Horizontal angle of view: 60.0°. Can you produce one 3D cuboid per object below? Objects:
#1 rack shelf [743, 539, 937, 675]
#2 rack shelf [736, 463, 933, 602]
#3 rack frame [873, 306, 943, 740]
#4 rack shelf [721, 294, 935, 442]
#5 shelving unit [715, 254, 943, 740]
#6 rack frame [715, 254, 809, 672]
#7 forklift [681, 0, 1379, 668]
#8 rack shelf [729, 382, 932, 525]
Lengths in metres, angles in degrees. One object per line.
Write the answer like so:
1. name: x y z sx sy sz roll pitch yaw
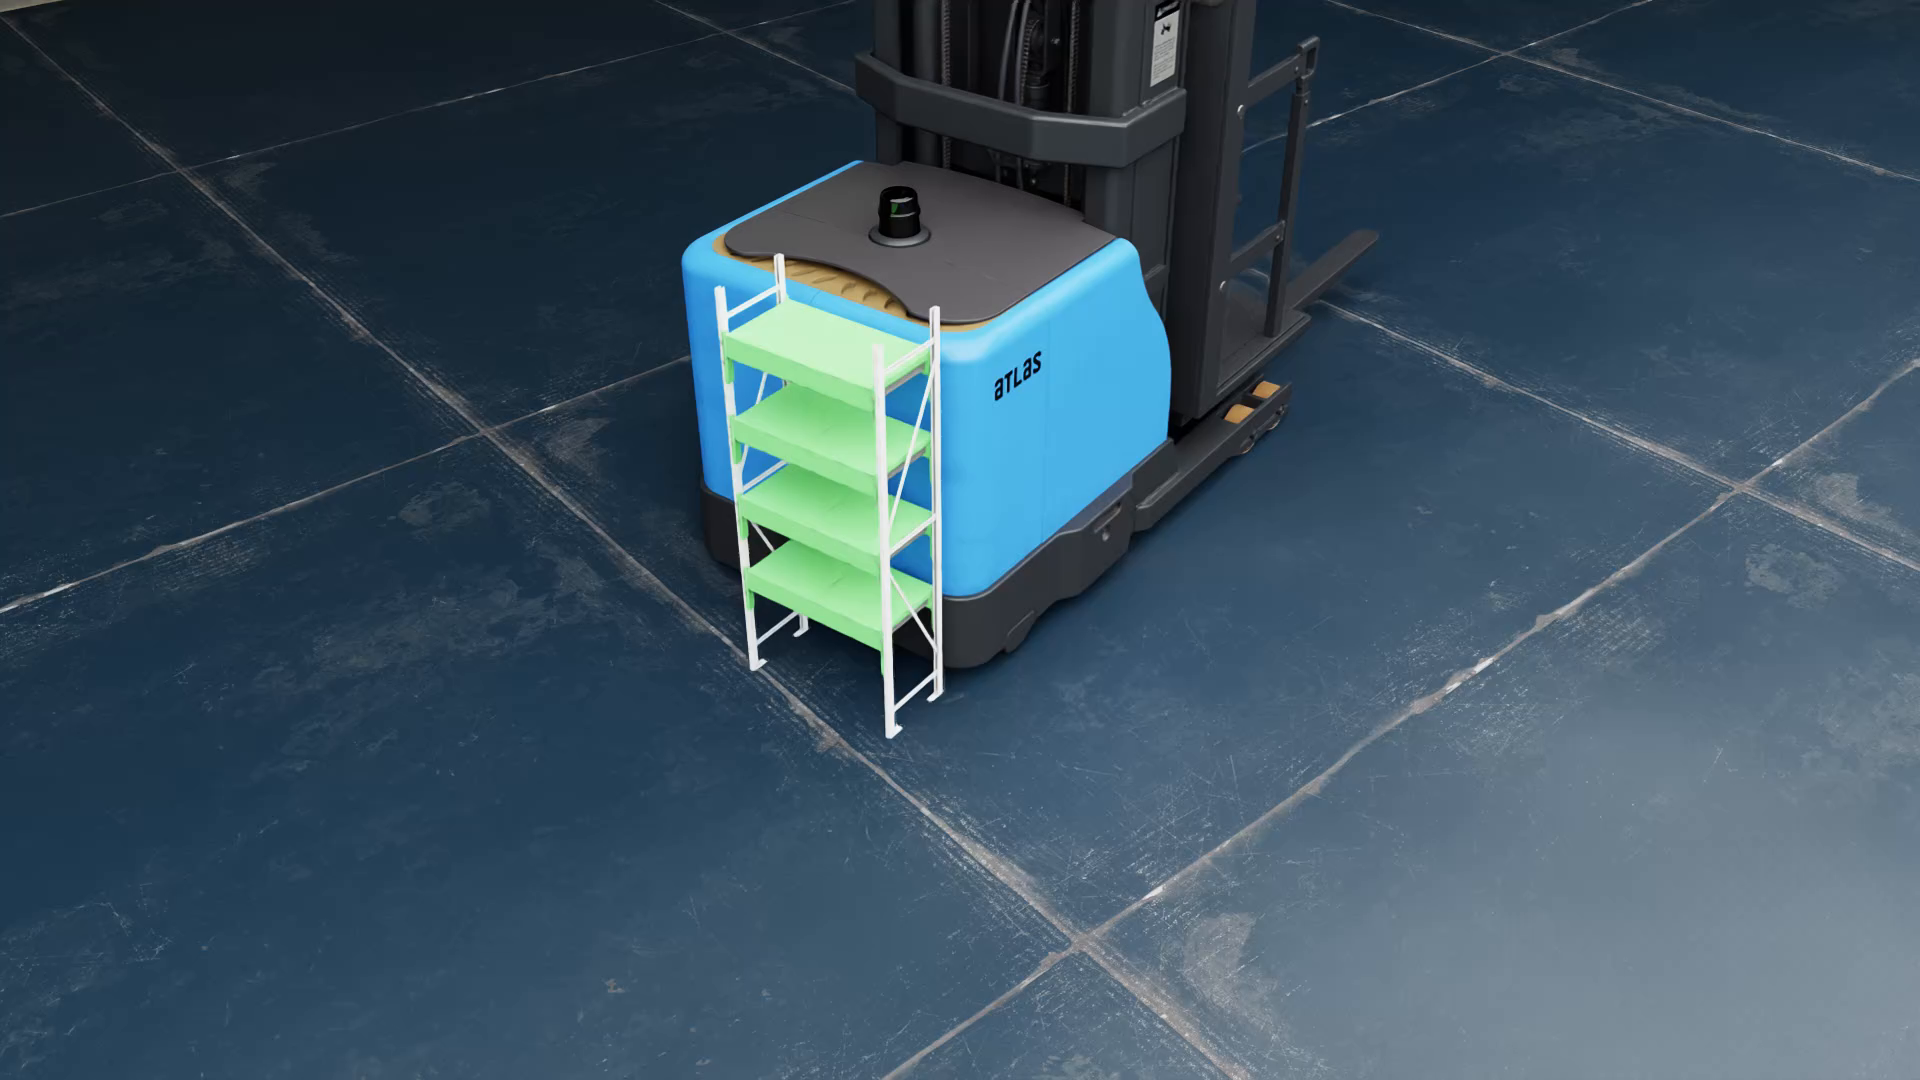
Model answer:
1. rack shelf: -0.322 0.156 4.517 0.480 0.148 0.258 23 41 28
2. rack shelf: -0.322 -0.040 4.379 0.480 0.148 0.258 23 41 28
3. rack frame: -0.124 -0.010 4.225 0.015 1.200 0.240 23 41 28
4. rack shelf: -0.322 -0.431 4.101 0.480 0.148 0.258 23 41 28
5. shelving unit: -0.322 -0.092 4.342 0.503 1.200 0.258 23 41 28
6. rack frame: -0.520 -0.174 4.458 0.015 1.200 0.240 23 41 28
7. forklift: 0.497 -1.640 5.030 1.130 2.935 3.031 23 41 29
8. rack shelf: -0.322 -0.236 4.240 0.480 0.148 0.258 23 41 28
